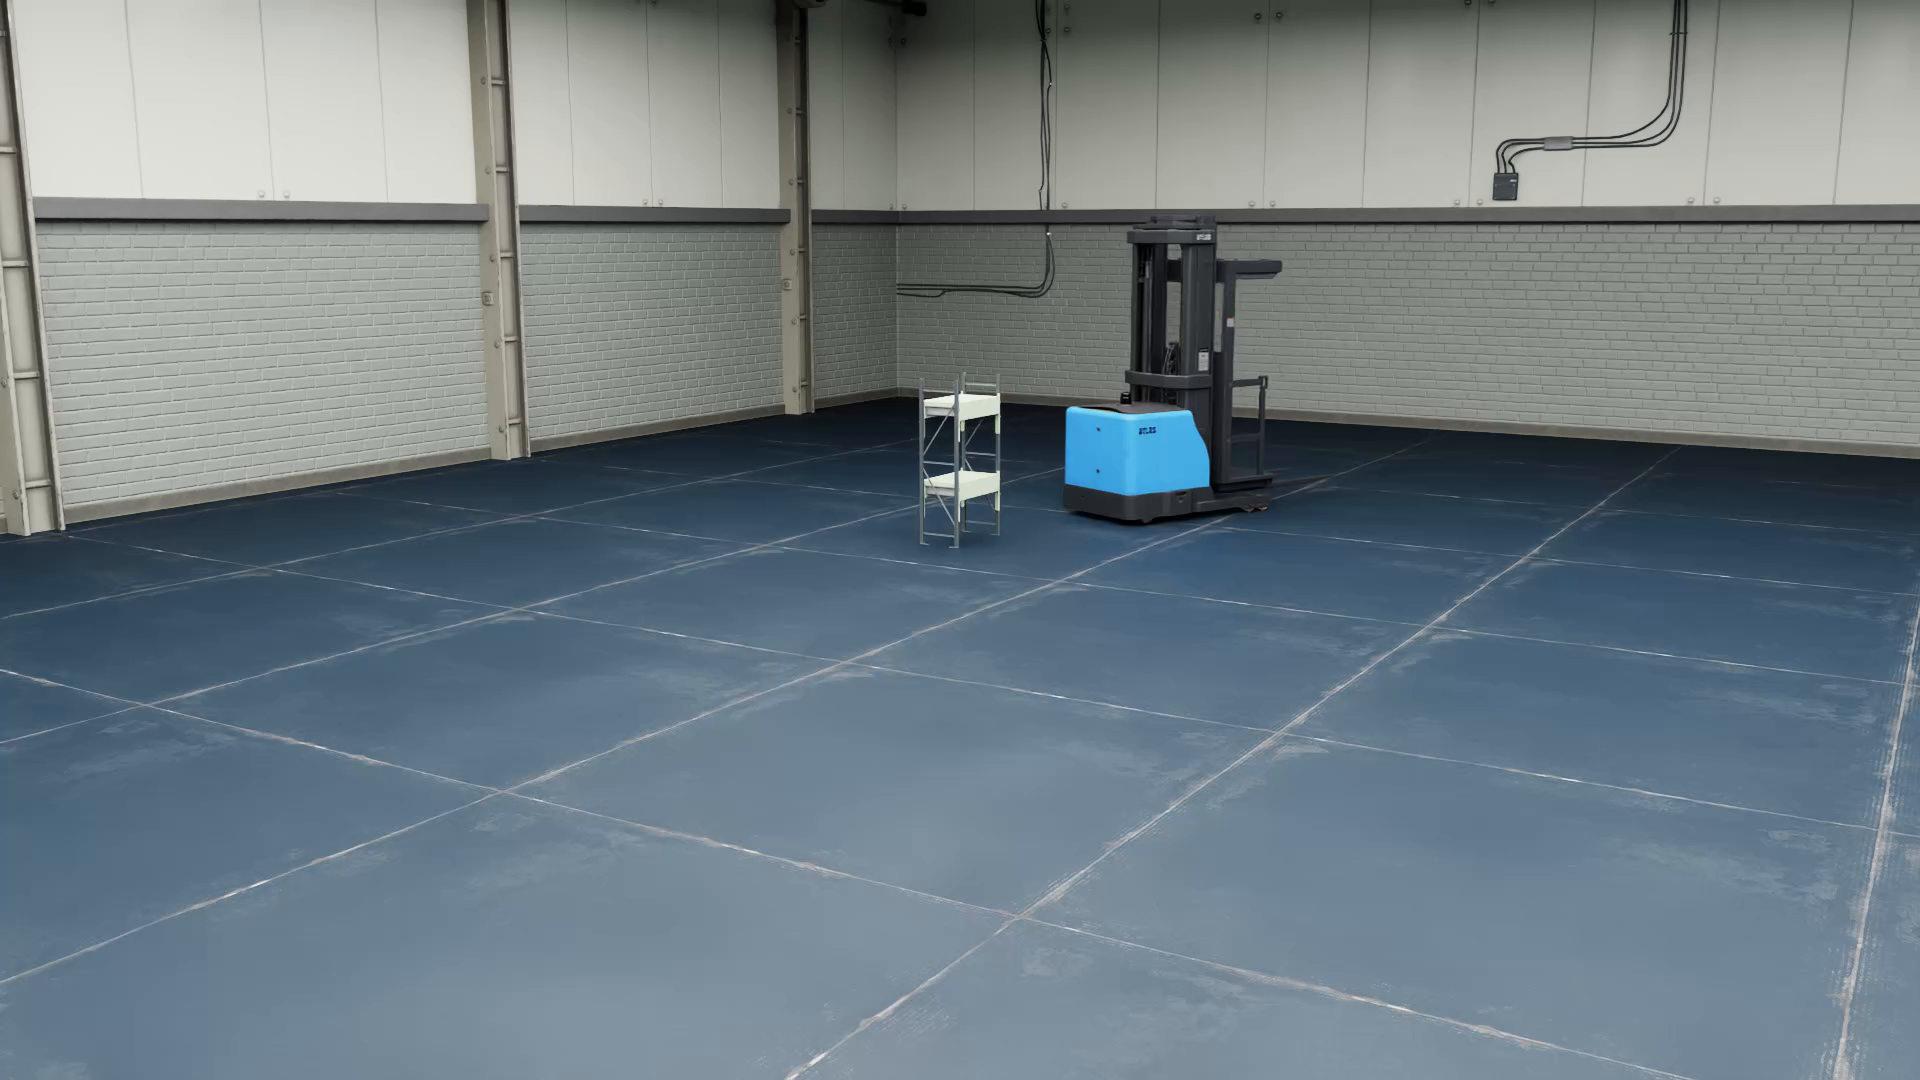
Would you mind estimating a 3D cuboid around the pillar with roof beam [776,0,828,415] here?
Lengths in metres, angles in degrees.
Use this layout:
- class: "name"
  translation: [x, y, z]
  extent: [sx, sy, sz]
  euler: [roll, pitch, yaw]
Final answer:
- class: "pillar with roof beam"
  translation: [1.186, -5.984, 22.761]
  extent: [9.100, 9.000, 0.548]
  euler: [6, 12, 31]

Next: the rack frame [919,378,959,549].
- class: "rack frame"
  translation: [-0.187, -0.681, 14.810]
  extent: [0.400, 1.500, 0.023]
  euler: [6, 12, 31]

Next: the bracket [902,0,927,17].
- class: "bracket"
  translation: [-0.744, -8.569, 26.785]
  extent: [0.235, 0.232, 0.430]
  euler: [6, 12, 31]

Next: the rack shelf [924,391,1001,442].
- class: "rack shelf"
  translation: [0.003, -1.122, 15.046]
  extent: [0.431, 0.370, 0.720]
  euler: [6, 12, 31]

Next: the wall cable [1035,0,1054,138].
- class: "wall cable"
  translation: [2.478, -7.430, 25.199]
  extent: [3.097, 2.526, 0.112]
  euler: [6, 12, 31]

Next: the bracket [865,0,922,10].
- class: "bracket"
  translation: [-1.051, -8.476, 26.289]
  extent: [0.076, 0.066, 3.189]
  euler: [6, 12, 31]

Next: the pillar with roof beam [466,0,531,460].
- class: "pillar with roof beam"
  translation: [-1.929, -5.041, 17.721]
  extent: [9.100, 9.000, 0.400]
  euler: [6, 12, 31]

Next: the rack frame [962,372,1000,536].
- class: "rack frame"
  translation: [0.193, -0.796, 15.425]
  extent: [0.400, 1.500, 0.023]
  euler: [6, 12, 31]

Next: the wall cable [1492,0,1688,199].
- class: "wall cable"
  translation: [8.272, -7.495, 21.587]
  extent: [2.305, 6.003, 0.169]
  euler: [6, 12, 31]

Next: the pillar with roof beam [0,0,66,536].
- class: "pillar with roof beam"
  translation: [-5.044, -4.097, 12.680]
  extent: [9.100, 9.000, 0.400]
  euler: [6, 12, 31]

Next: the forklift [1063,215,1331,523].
- class: "forklift"
  translation: [2.528, -1.791, 16.850]
  extent: [3.031, 2.935, 1.130]
  euler: [-8, 13, -35]

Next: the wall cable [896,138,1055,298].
- class: "wall cable"
  translation: [0.166, -5.206, 27.044]
  extent: [3.097, 2.526, 0.112]
  euler: [6, 12, 31]

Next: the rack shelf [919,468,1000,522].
- class: "rack shelf"
  translation: [0.003, -0.418, 15.178]
  extent: [0.431, 0.370, 0.720]
  euler: [6, 12, 31]

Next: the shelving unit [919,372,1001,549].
- class: "shelving unit"
  translation: [0.003, -0.738, 15.118]
  extent: [0.431, 1.500, 0.755]
  euler: [6, 12, 31]
